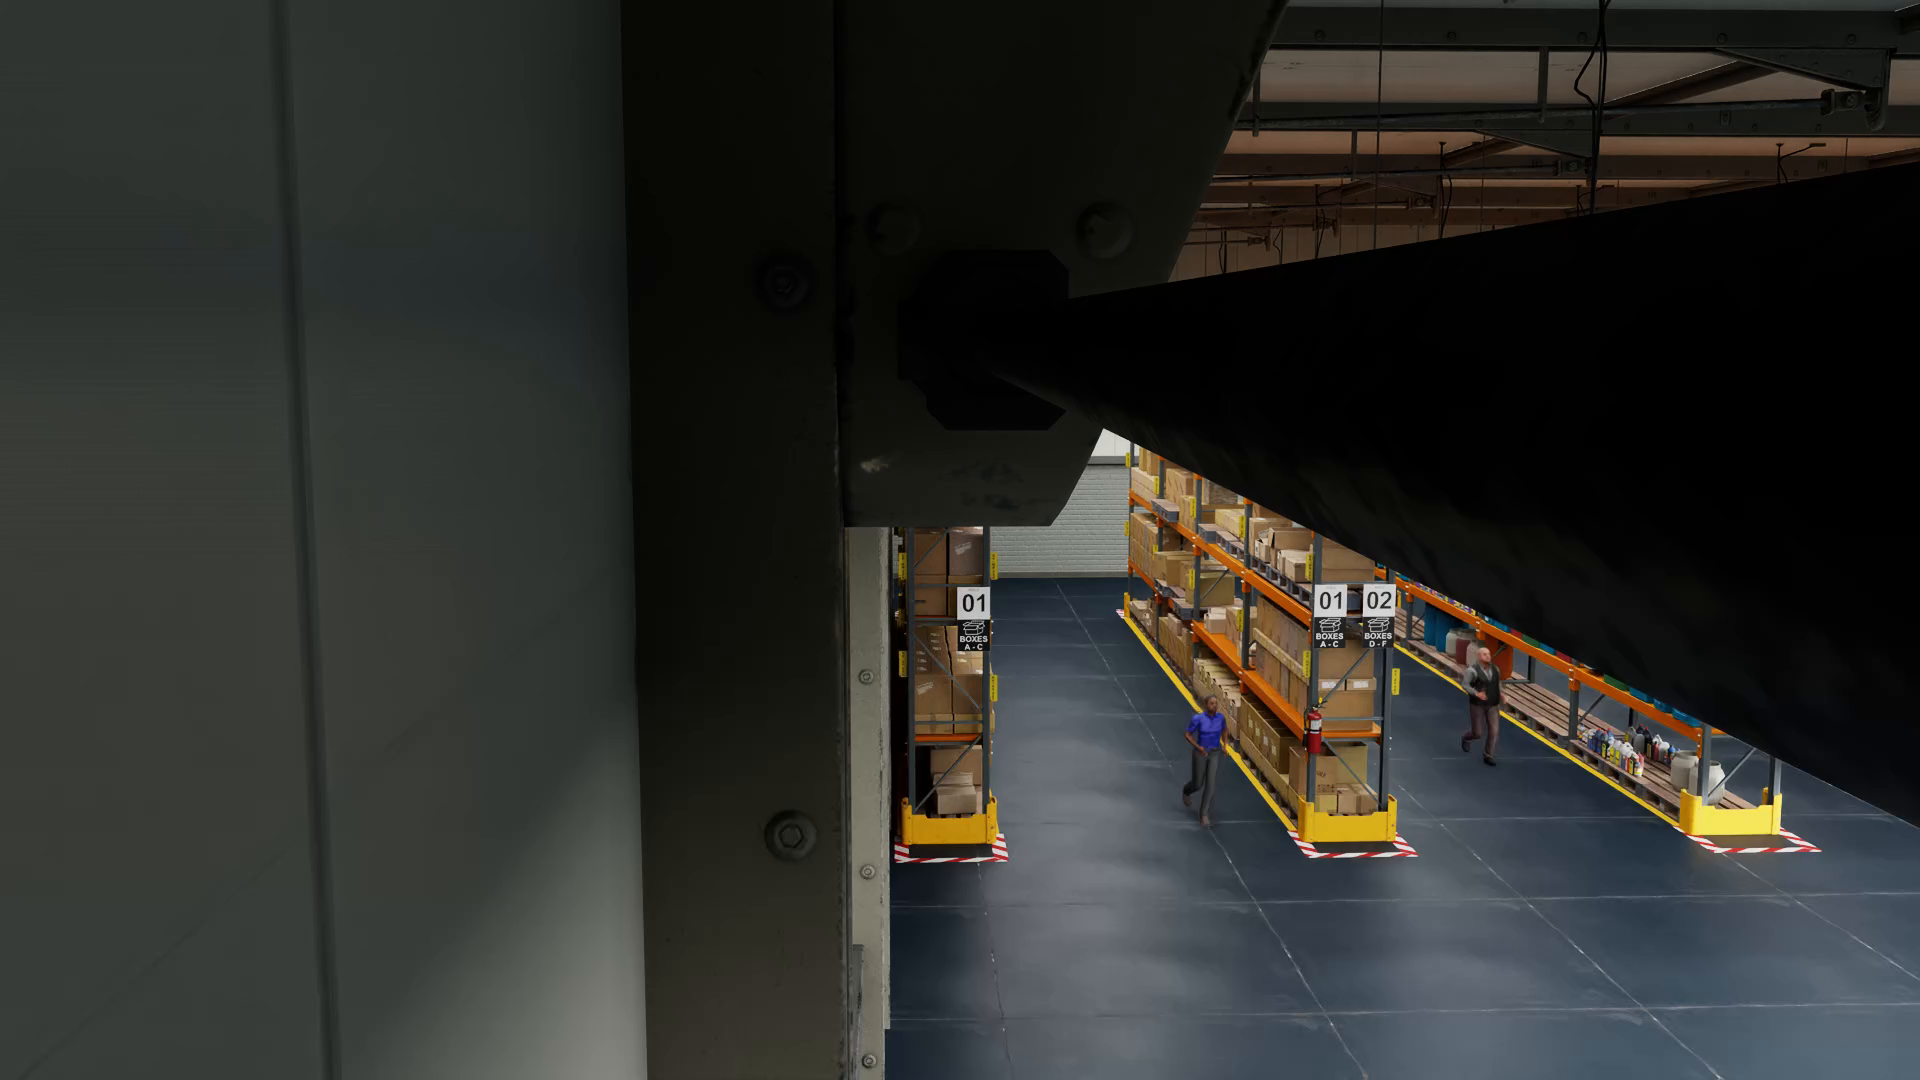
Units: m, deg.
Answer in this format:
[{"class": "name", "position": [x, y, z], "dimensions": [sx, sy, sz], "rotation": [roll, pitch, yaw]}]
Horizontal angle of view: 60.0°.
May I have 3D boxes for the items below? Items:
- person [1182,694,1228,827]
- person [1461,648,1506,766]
[{"class": "person", "position": [3.191, 2.895, 21.460], "dimensions": [0.615, 1.445, 0.809], "rotation": [-2, 7, -12]}, {"class": "person", "position": [7.628, 2.404, 24.226], "dimensions": [0.669, 1.681, 0.760], "rotation": [-1, 7, -10]}]
